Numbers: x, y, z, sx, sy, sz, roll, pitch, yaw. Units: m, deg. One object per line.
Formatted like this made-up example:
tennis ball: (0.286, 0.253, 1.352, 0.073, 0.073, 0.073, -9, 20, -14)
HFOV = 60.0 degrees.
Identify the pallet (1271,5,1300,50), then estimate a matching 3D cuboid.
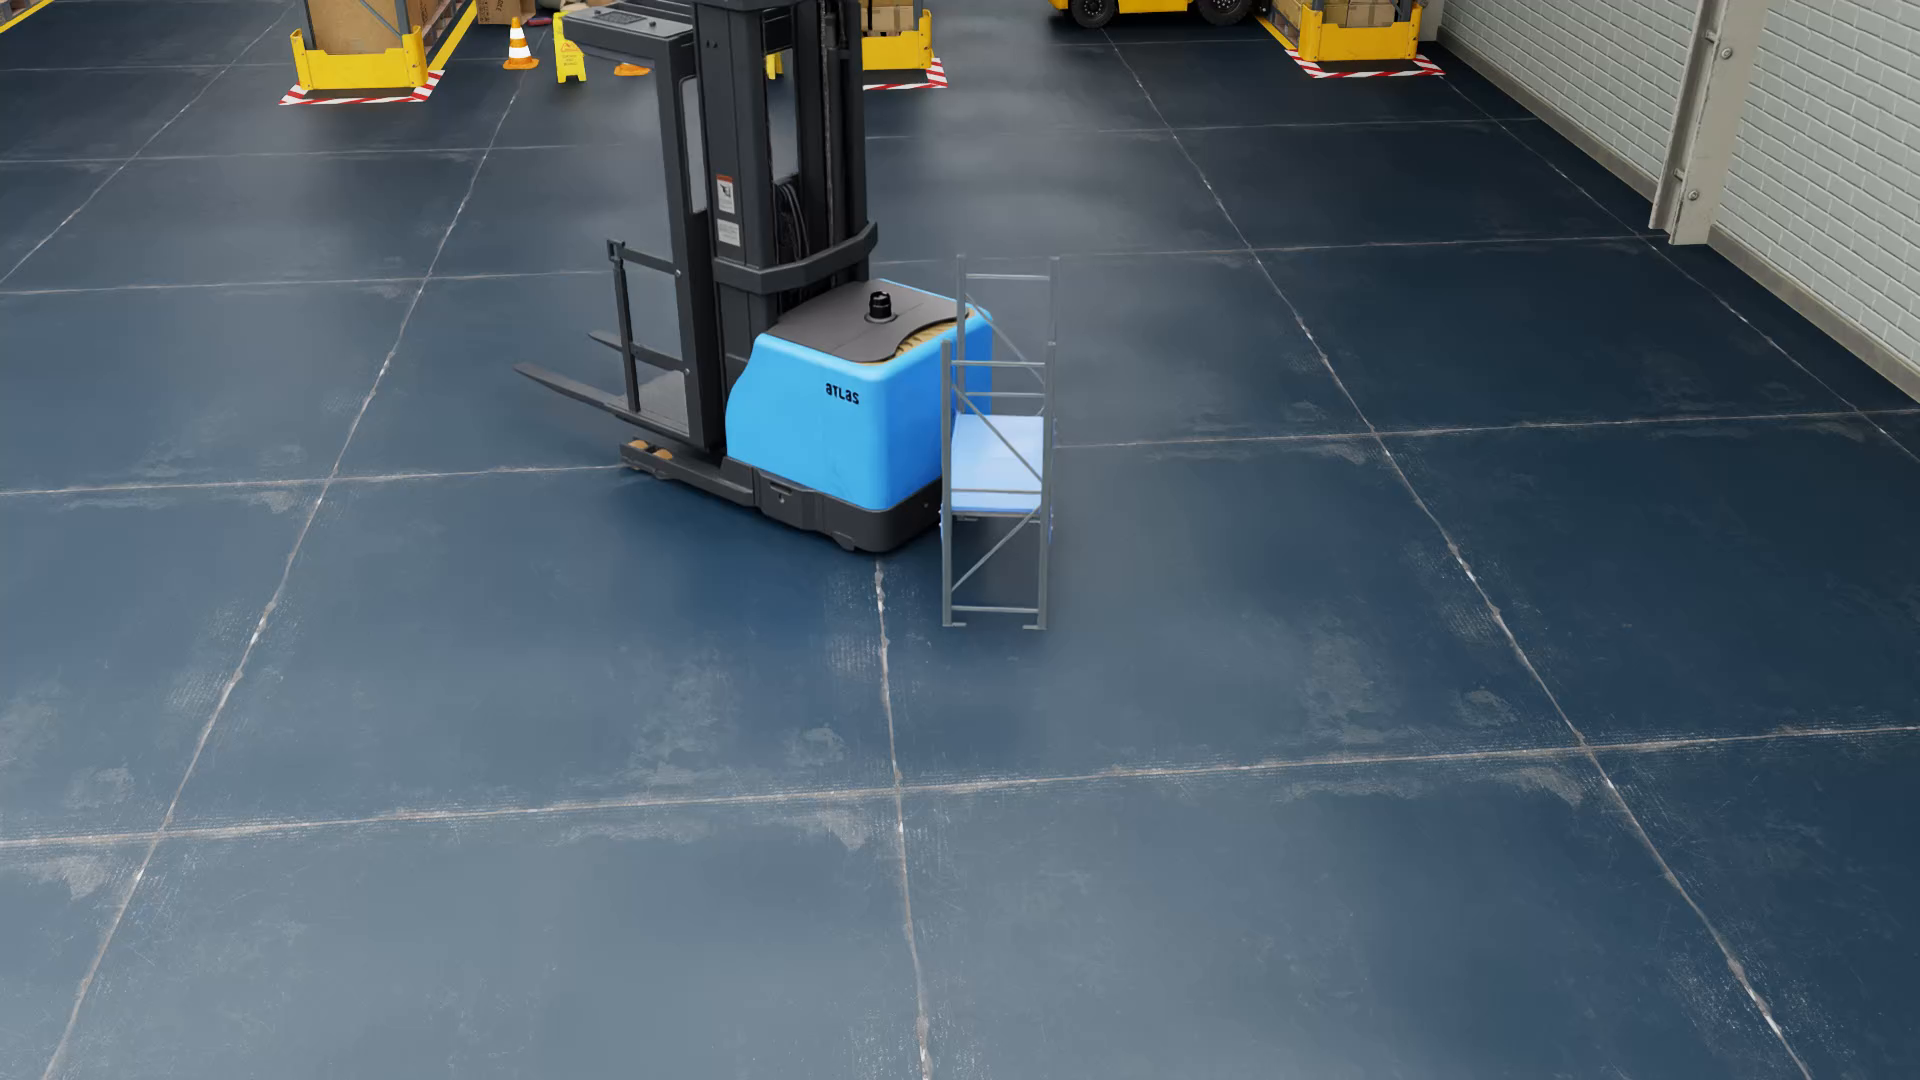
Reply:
pallet: (3.957, -5.463, 17.690, 1.003, 0.211, 1.213, -3, 31, -5)

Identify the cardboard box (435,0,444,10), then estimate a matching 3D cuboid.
cardboard box: (-6.087, -6.269, 17.983, 0.875, 0.875, 0.875, -3, 31, -4)

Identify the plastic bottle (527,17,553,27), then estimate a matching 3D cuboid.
plastic bottle: (-4.579, -5.673, 18.188, 0.283, 0.061, 0.133, -14, 33, -22)

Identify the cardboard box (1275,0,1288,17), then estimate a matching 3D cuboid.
cardboard box: (3.674, -5.751, 17.724, 0.500, 0.250, 0.500, -3, 31, -5)

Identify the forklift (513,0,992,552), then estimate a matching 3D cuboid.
forklift: (-1.301, -1.791, 8.890, 3.031, 2.935, 1.130, 21, 37, 31)

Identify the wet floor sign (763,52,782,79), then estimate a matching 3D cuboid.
wet floor sign: (-1.919, -4.873, 16.279, 0.267, 0.644, 0.232, 8, 32, 13)

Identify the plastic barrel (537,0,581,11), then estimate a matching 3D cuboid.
plastic barrel: (-4.531, -6.174, 18.673, 0.512, 0.421, 0.421, 20, 36, 29)

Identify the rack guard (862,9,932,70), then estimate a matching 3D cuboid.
rack guard: (-0.879, -4.998, 16.629, 1.175, 0.500, 0.348, -3, 31, -5)

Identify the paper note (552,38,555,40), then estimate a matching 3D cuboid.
paper note: (-4.243, -5.329, 17.643, 0.144, 0.017, 0.142, 8, 32, 13)

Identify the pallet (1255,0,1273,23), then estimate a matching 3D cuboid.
pallet: (3.846, -6.085, 18.731, 1.003, 0.211, 1.213, -3, 31, -5)

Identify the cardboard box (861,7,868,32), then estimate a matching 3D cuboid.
cardboard box: (-1.217, -5.444, 17.211, 0.500, 0.250, 0.500, -3, 31, -5)

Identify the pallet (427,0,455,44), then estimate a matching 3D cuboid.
pallet: (-6.054, -5.572, 17.873, 1.003, 0.211, 1.213, -3, 31, -5)

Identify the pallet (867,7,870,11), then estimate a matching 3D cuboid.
pallet: (-1.030, -5.912, 18.441, 1.003, 0.211, 1.213, -3, 31, -5)

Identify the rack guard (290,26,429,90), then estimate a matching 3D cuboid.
rack guard: (-5.788, -4.658, 16.061, 1.175, 0.500, 0.348, -3, 31, -5)

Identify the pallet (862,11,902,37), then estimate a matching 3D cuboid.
pallet: (-0.920, -5.290, 17.401, 1.003, 0.211, 1.213, -3, 31, -5)

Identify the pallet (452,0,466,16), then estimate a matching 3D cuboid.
pallet: (-6.171, -6.196, 18.918, 1.003, 0.211, 1.213, -3, 31, -5)

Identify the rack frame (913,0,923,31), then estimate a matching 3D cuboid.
rack frame: (-0.872, -6.032, 15.924, 1.000, 3.000, 0.127, -3, 31, -5)

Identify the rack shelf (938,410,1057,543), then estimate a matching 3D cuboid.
rack shelf: (0.201, -0.327, 8.186, 0.538, 0.185, 1.000, 2, 31, 3)

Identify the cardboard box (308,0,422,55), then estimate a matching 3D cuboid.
cardboard box: (-5.920, -5.354, 16.452, 0.875, 0.875, 0.875, -3, 31, -4)

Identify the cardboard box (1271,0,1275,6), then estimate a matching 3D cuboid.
cardboard box: (3.637, -6.007, 18.153, 0.500, 0.250, 0.500, -2, 31, -4)

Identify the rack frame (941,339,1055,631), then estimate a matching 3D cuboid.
rack frame: (0.167, -0.222, 7.659, 0.500, 1.500, 0.032, 2, 31, 3)

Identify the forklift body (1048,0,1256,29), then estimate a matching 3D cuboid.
forklift body: (2.076, -6.788, 18.017, 2.313, 2.155, 1.214, -3, 31, -5)

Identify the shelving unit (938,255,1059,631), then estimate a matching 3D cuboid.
shelving unit: (0.201, -0.482, 8.094, 0.538, 1.500, 1.048, 2, 31, 3)

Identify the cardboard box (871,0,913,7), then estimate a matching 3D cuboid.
cardboard box: (-0.675, -5.791, 17.061, 0.500, 0.500, 0.500, -4, 31, -6)

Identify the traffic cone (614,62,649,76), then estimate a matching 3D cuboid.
traffic cone: (-3.270, -4.874, 16.458, 0.336, 0.463, 0.334, -3, 31, -5)

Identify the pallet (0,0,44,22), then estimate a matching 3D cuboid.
pallet: (-11.014, -6.061, 18.691, 1.003, 0.211, 1.213, -3, 31, -5)

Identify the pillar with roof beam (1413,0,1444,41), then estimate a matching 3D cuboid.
pillar with roof beam: (0.616, -9.040, 15.109, 9.100, 9.000, 0.400, -3, 31, -5)

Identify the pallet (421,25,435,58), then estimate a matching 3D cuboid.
pallet: (-5.943, -4.951, 16.832, 1.003, 0.211, 1.213, -3, 31, -5)

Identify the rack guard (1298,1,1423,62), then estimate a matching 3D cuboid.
rack guard: (4.072, -5.186, 16.945, 1.175, 0.500, 0.348, -3, 31, -5)

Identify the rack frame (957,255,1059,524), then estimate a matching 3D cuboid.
rack frame: (0.234, -0.742, 8.530, 0.500, 1.500, 0.032, 2, 31, 3)

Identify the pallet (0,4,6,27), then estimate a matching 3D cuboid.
pallet: (-10.897, -5.437, 17.646, 1.003, 0.211, 1.213, -3, 31, -5)

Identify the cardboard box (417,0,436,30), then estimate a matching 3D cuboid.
cardboard box: (-6.004, -5.804, 17.204, 0.875, 0.875, 0.875, -3, 31, -5)

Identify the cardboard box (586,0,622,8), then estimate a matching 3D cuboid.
cardboard box: (-3.556, -5.736, 17.862, 0.637, 0.503, 0.797, 27, 40, 37)

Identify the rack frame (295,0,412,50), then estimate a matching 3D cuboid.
rack frame: (-5.791, -5.743, 15.440, 1.000, 3.000, 0.127, -3, 31, -5)

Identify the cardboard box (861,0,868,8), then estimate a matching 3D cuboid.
cardboard box: (-1.206, -5.750, 16.993, 0.500, 0.500, 0.500, -3, 31, -4)

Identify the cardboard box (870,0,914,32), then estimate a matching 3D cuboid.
cardboard box: (-0.672, -5.457, 17.233, 0.500, 0.250, 0.500, -3, 31, -5)

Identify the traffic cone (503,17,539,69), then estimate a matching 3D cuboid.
traffic cone: (-4.426, -4.993, 16.658, 0.336, 0.463, 0.334, -3, 31, -5)

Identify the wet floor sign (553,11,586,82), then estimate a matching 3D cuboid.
wet floor sign: (-3.817, -4.813, 16.178, 0.267, 0.644, 0.232, -8, 32, -13)

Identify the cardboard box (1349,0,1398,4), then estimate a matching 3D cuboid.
cardboard box: (4.233, -5.736, 17.213, 0.500, 0.250, 0.500, -2, 31, -4)

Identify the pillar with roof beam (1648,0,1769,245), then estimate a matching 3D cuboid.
pillar with roof beam: (1.177, -5.976, 9.980, 9.100, 9.000, 0.400, -3, 31, -5)

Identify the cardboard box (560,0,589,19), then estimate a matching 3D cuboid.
cardboard box: (-4.170, -5.822, 18.239, 0.396, 0.266, 0.258, 2, 31, 4)

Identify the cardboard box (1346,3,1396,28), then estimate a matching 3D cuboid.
cardboard box: (4.219, -5.532, 17.358, 0.500, 0.250, 0.500, -3, 31, -4)

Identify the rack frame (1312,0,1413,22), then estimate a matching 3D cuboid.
rack frame: (4.070, -6.272, 16.325, 1.000, 3.000, 0.127, -3, 31, -5)

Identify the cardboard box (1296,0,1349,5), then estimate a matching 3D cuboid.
cardboard box: (3.713, -5.720, 17.185, 0.500, 0.250, 0.500, -3, 31, -5)

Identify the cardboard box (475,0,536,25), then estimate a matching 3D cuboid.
cardboard box: (-4.998, -5.970, 18.255, 0.500, 0.500, 0.500, 2, 31, 4)

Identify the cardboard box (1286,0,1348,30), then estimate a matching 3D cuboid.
cardboard box: (3.711, -5.496, 17.299, 0.500, 0.250, 0.500, -3, 31, -4)
